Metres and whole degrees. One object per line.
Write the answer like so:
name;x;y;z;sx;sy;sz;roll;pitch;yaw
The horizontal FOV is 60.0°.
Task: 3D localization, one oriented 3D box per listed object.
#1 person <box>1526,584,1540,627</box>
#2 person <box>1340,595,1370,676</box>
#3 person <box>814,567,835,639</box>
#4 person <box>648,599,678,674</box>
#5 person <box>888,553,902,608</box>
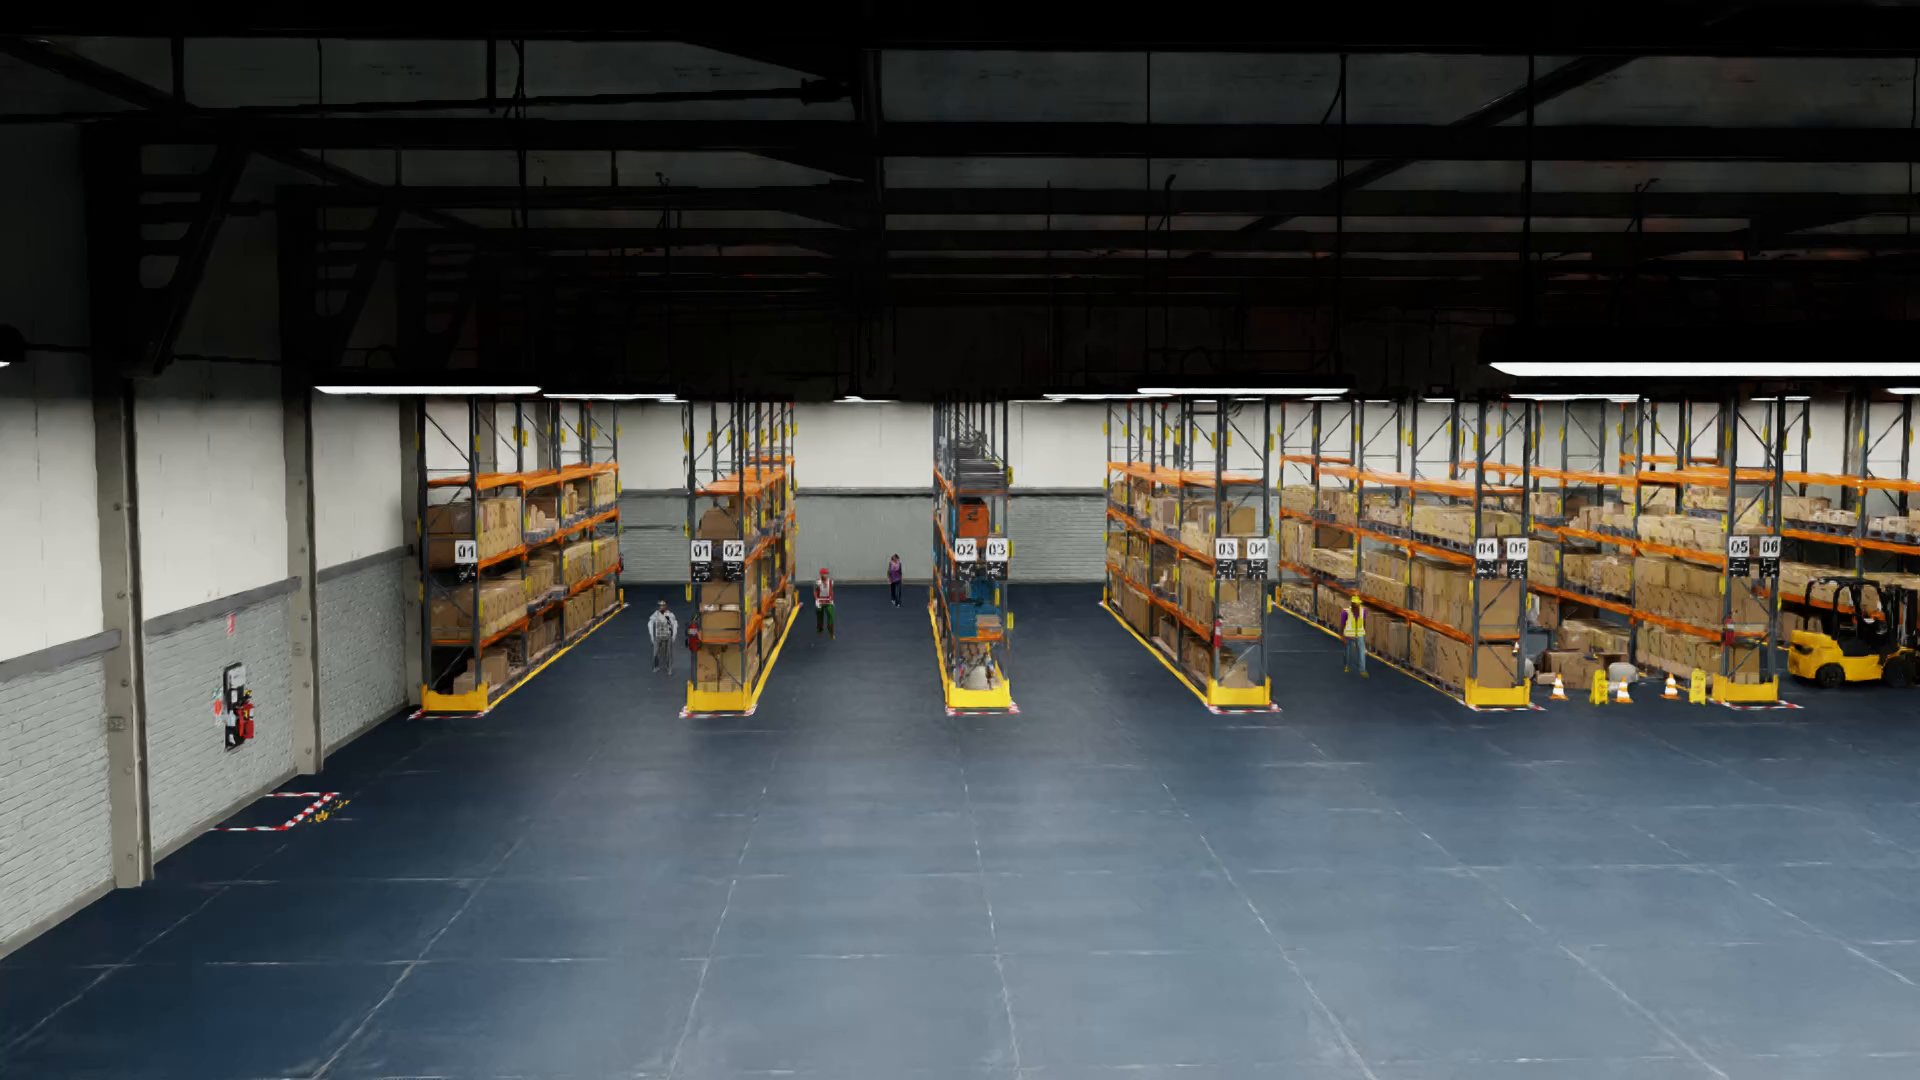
person;13.094;1.809;38.084;0.406;1.600;0.468;-3;6;-33
person;8.326;2.000;35.124;0.577;1.688;1.107;0;5;0
person;-3.320;1.531;40.683;0.528;1.727;1.030;-1;5;-10
person;-6.295;2.044;35.250;0.639;1.628;0.506;0;5;-4
person;-1.838;1.121;46.984;0.417;1.517;1.036;0;5;1
